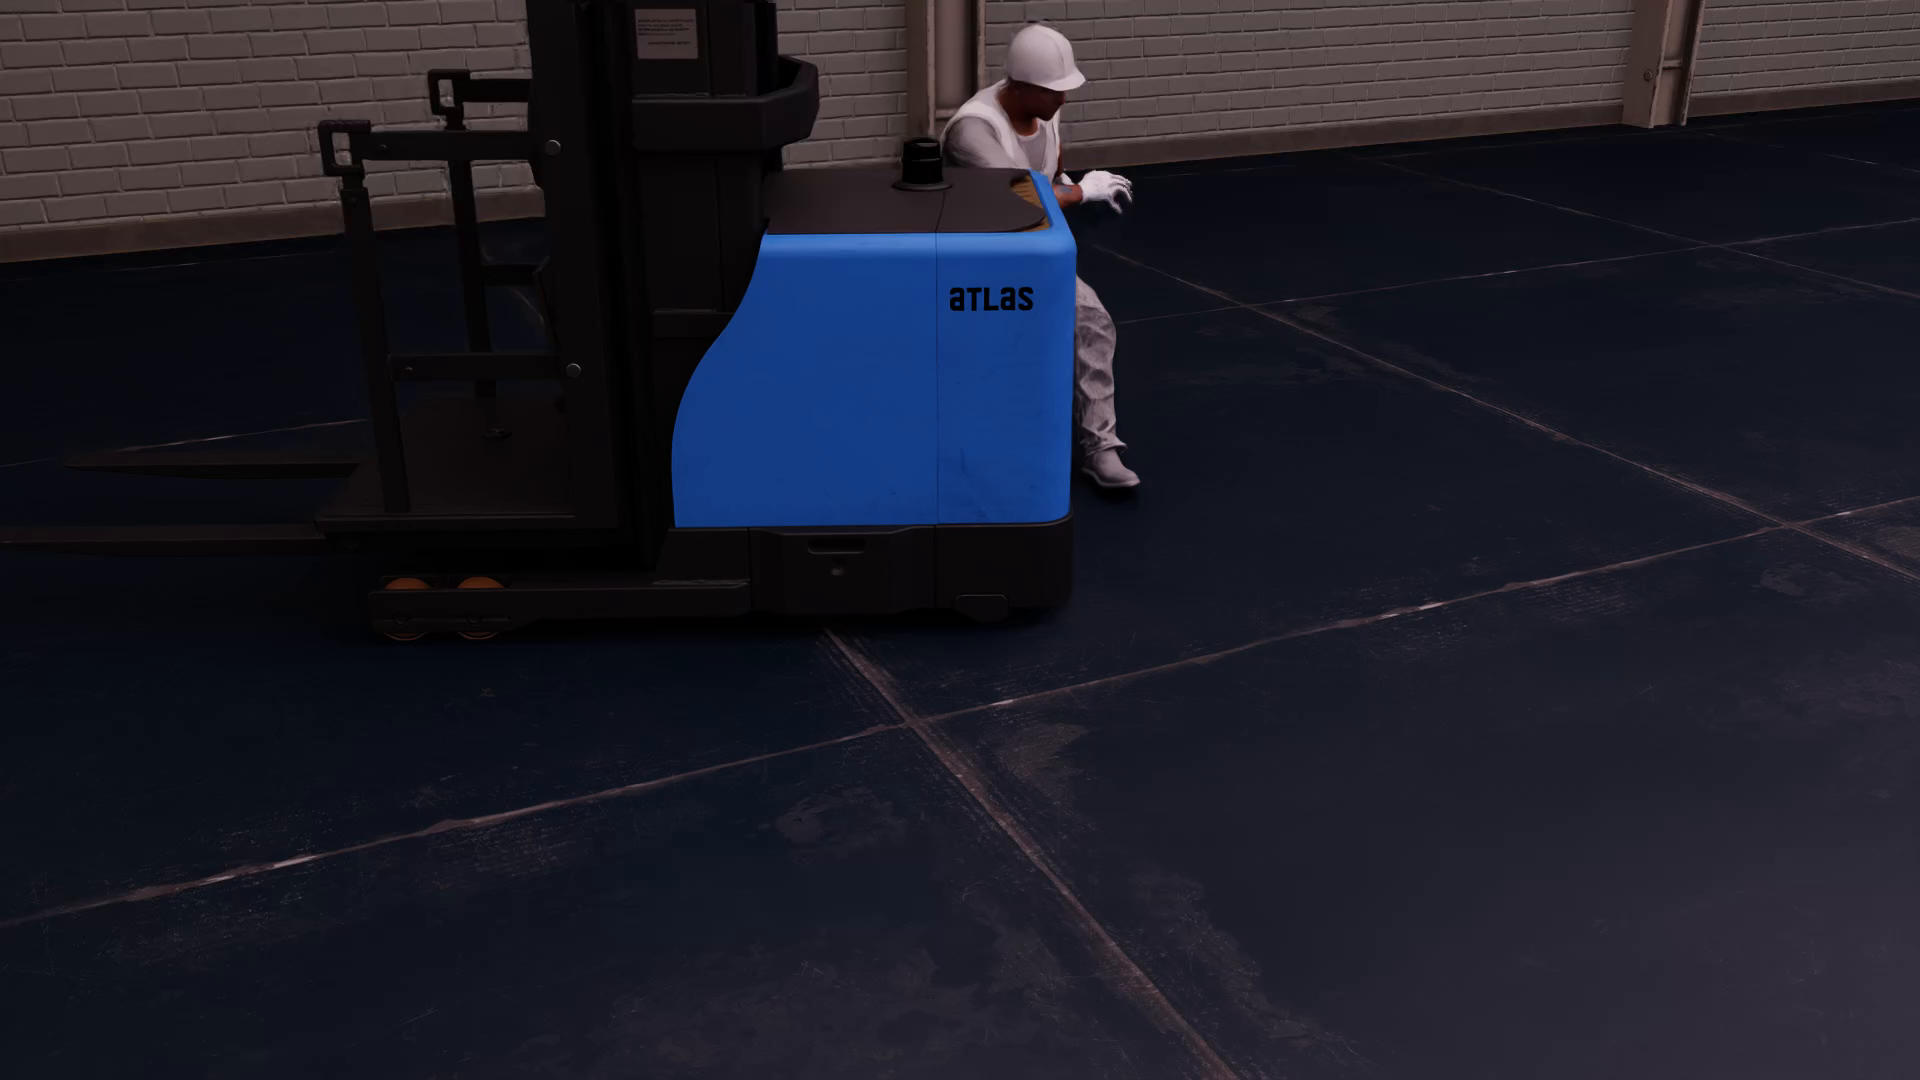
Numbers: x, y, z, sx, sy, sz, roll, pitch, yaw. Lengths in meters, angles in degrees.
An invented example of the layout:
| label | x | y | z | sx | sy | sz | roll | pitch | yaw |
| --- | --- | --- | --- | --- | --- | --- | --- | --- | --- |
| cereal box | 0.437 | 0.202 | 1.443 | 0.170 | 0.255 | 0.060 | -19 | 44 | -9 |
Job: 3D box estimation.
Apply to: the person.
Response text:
| label | x | y | z | sx | sy | sz | roll | pitch | yaw |
| --- | --- | --- | --- | --- | --- | --- | --- | --- | --- |
| person | 0.381 | -0.967 | 5.603 | 0.958 | 1.500 | 1.101 | 18 | 28 | 36 |

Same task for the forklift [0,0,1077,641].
| label | x | y | z | sx | sy | sz | roll | pitch | yaw |
| --- | --- | --- | --- | --- | --- | --- | --- | --- | --- |
| forklift | -1.219 | -1.289 | 4.389 | 3.031 | 2.935 | 1.130 | -1 | 23 | -2 |
